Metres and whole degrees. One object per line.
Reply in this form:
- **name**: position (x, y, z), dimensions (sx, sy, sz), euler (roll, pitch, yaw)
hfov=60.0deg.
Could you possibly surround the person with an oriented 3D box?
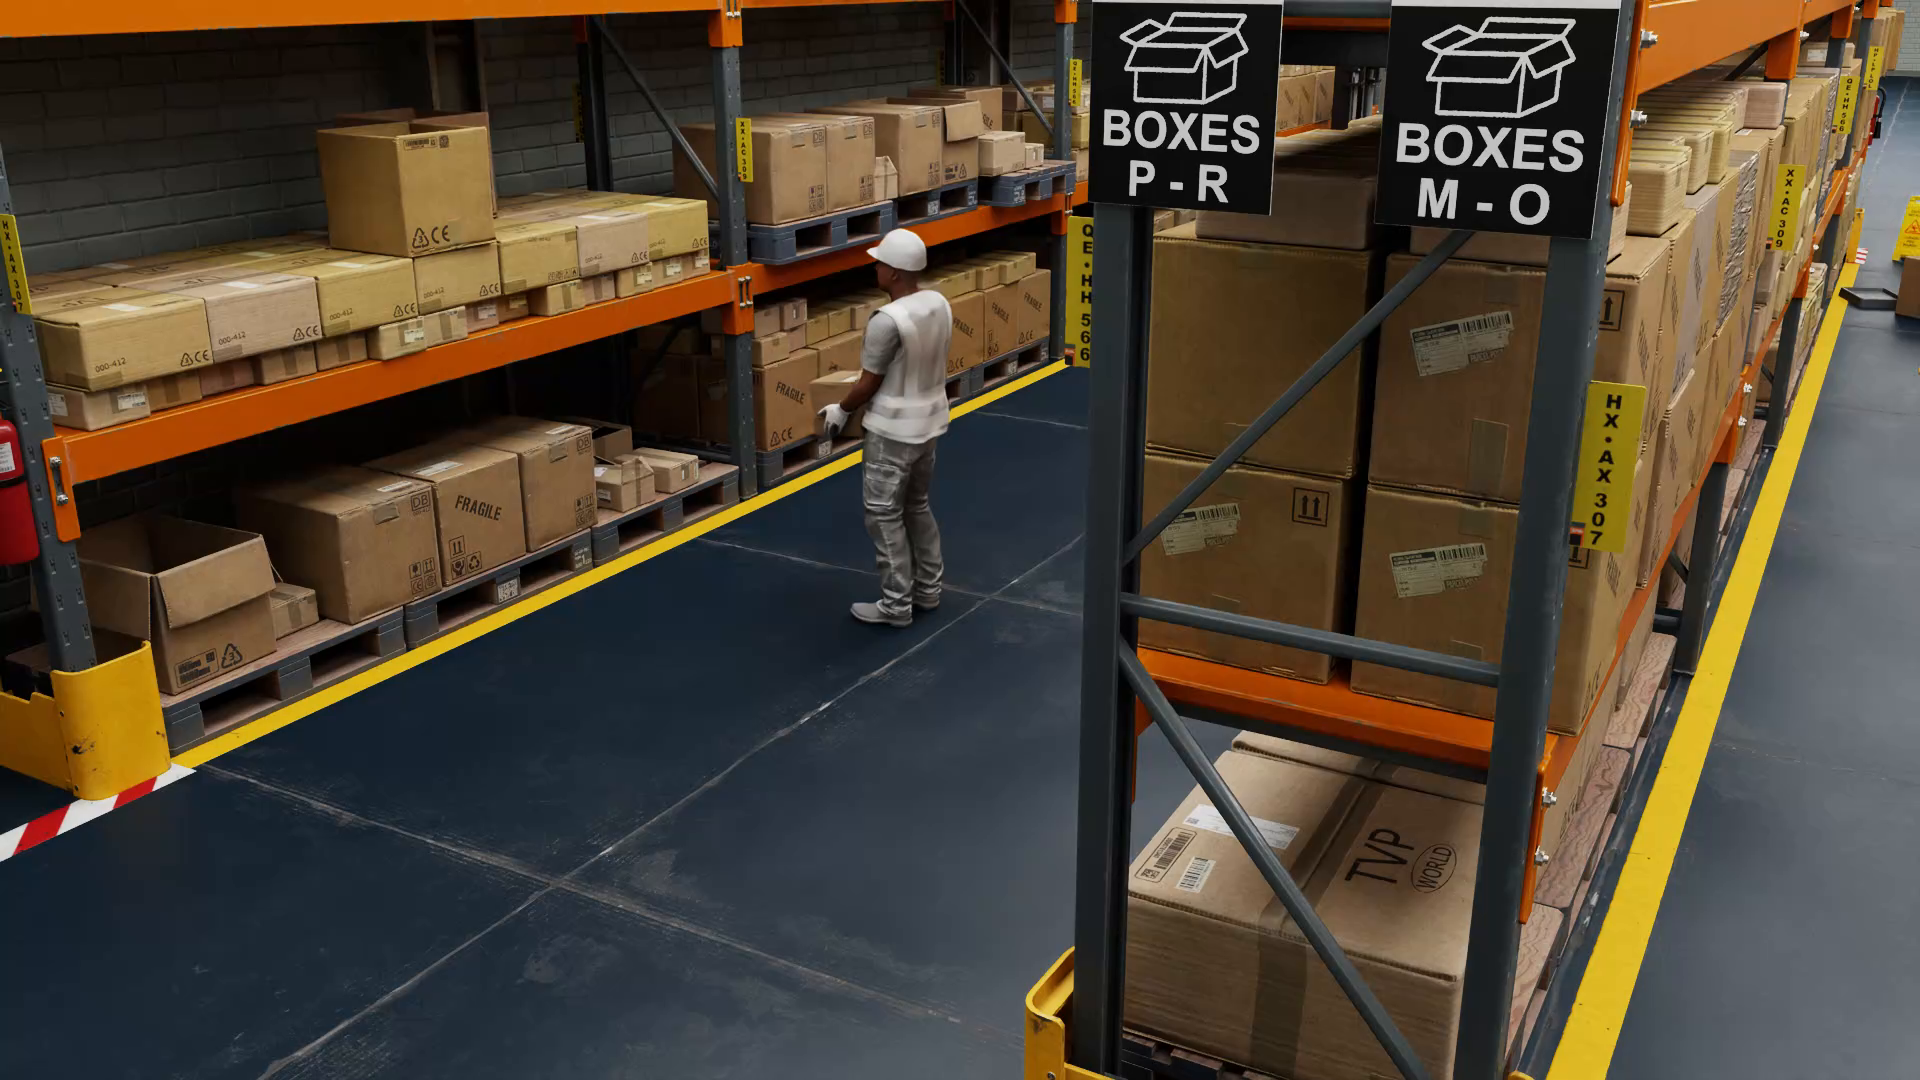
- **person**: position (-0.334, -0.508, 7.485), dimensions (0.541, 1.789, 0.532), euler (10, 22, 27)
